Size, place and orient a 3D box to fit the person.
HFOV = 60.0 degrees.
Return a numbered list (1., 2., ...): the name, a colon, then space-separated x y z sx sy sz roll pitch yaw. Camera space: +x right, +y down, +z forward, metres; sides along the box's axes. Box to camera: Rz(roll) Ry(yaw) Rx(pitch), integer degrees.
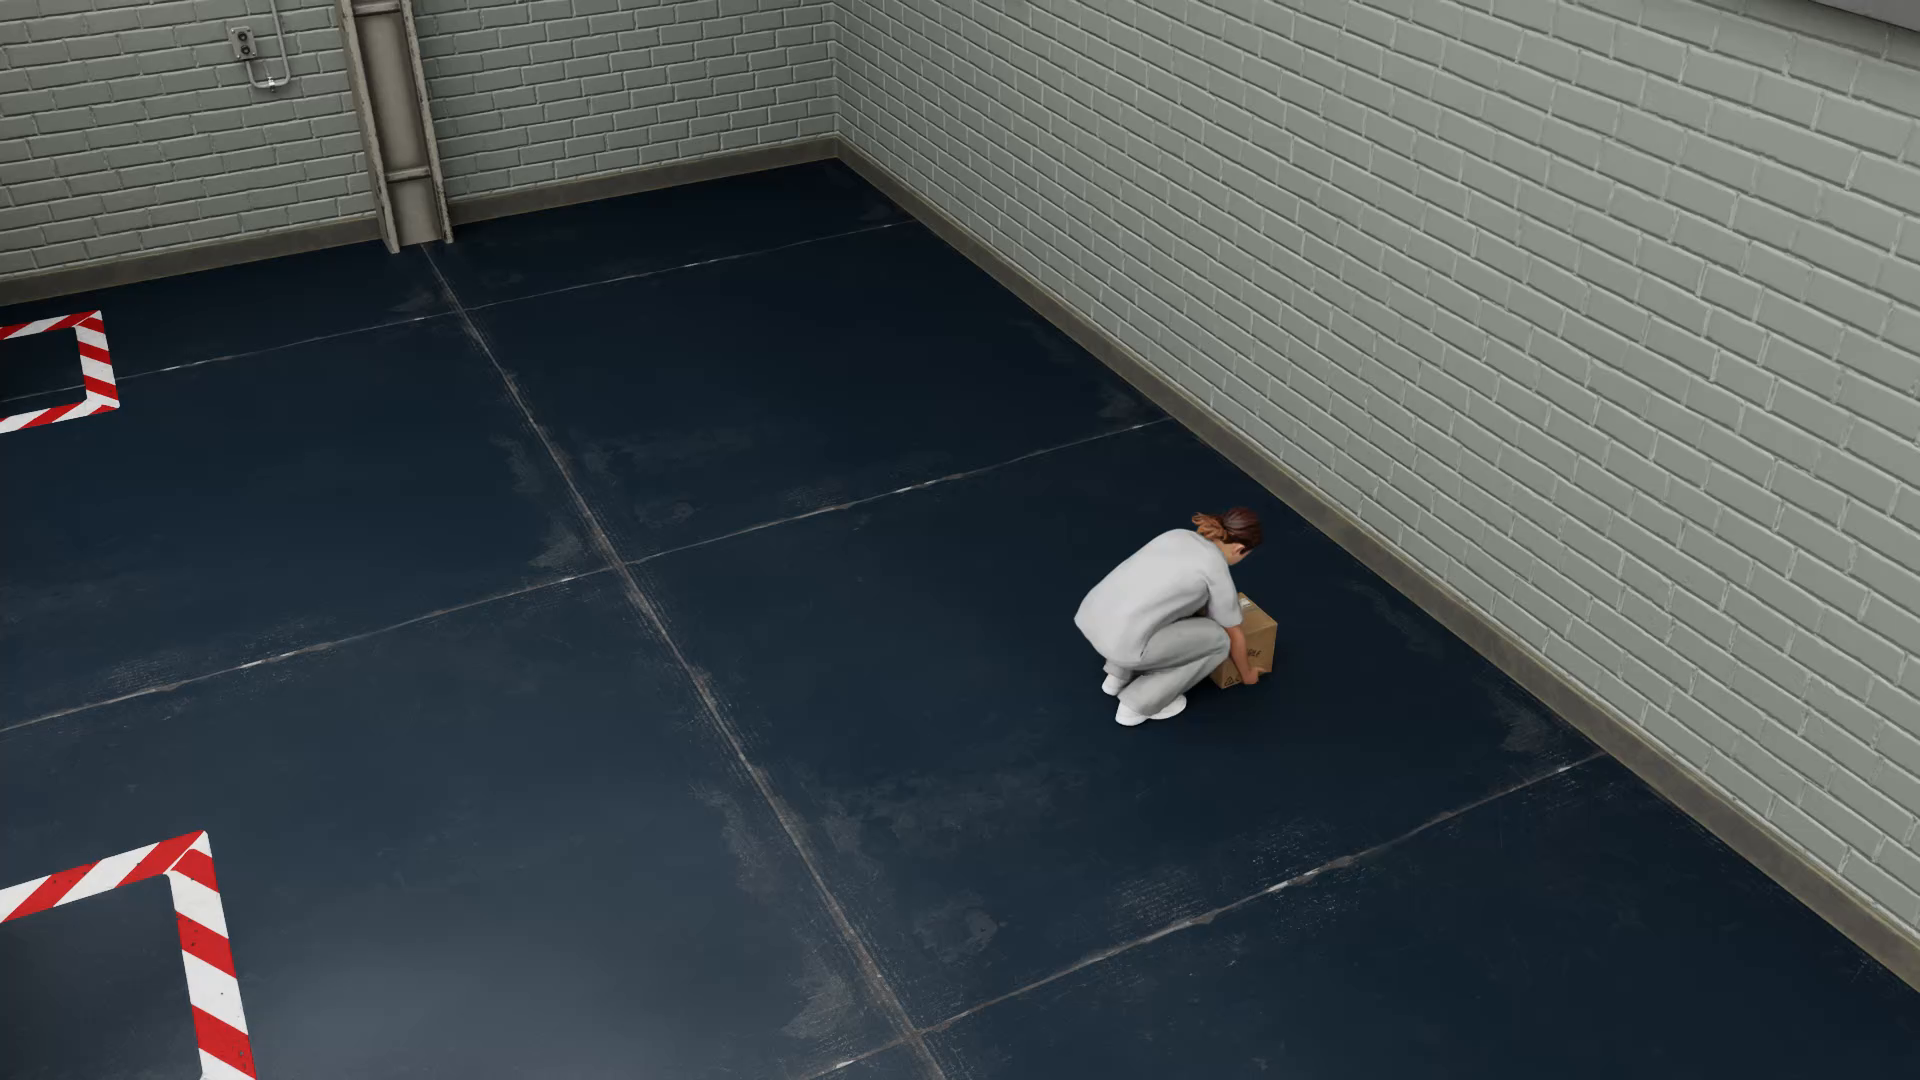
1. person: 0.846 0.310 6.575 0.836 0.816 0.459 -17 37 -24
